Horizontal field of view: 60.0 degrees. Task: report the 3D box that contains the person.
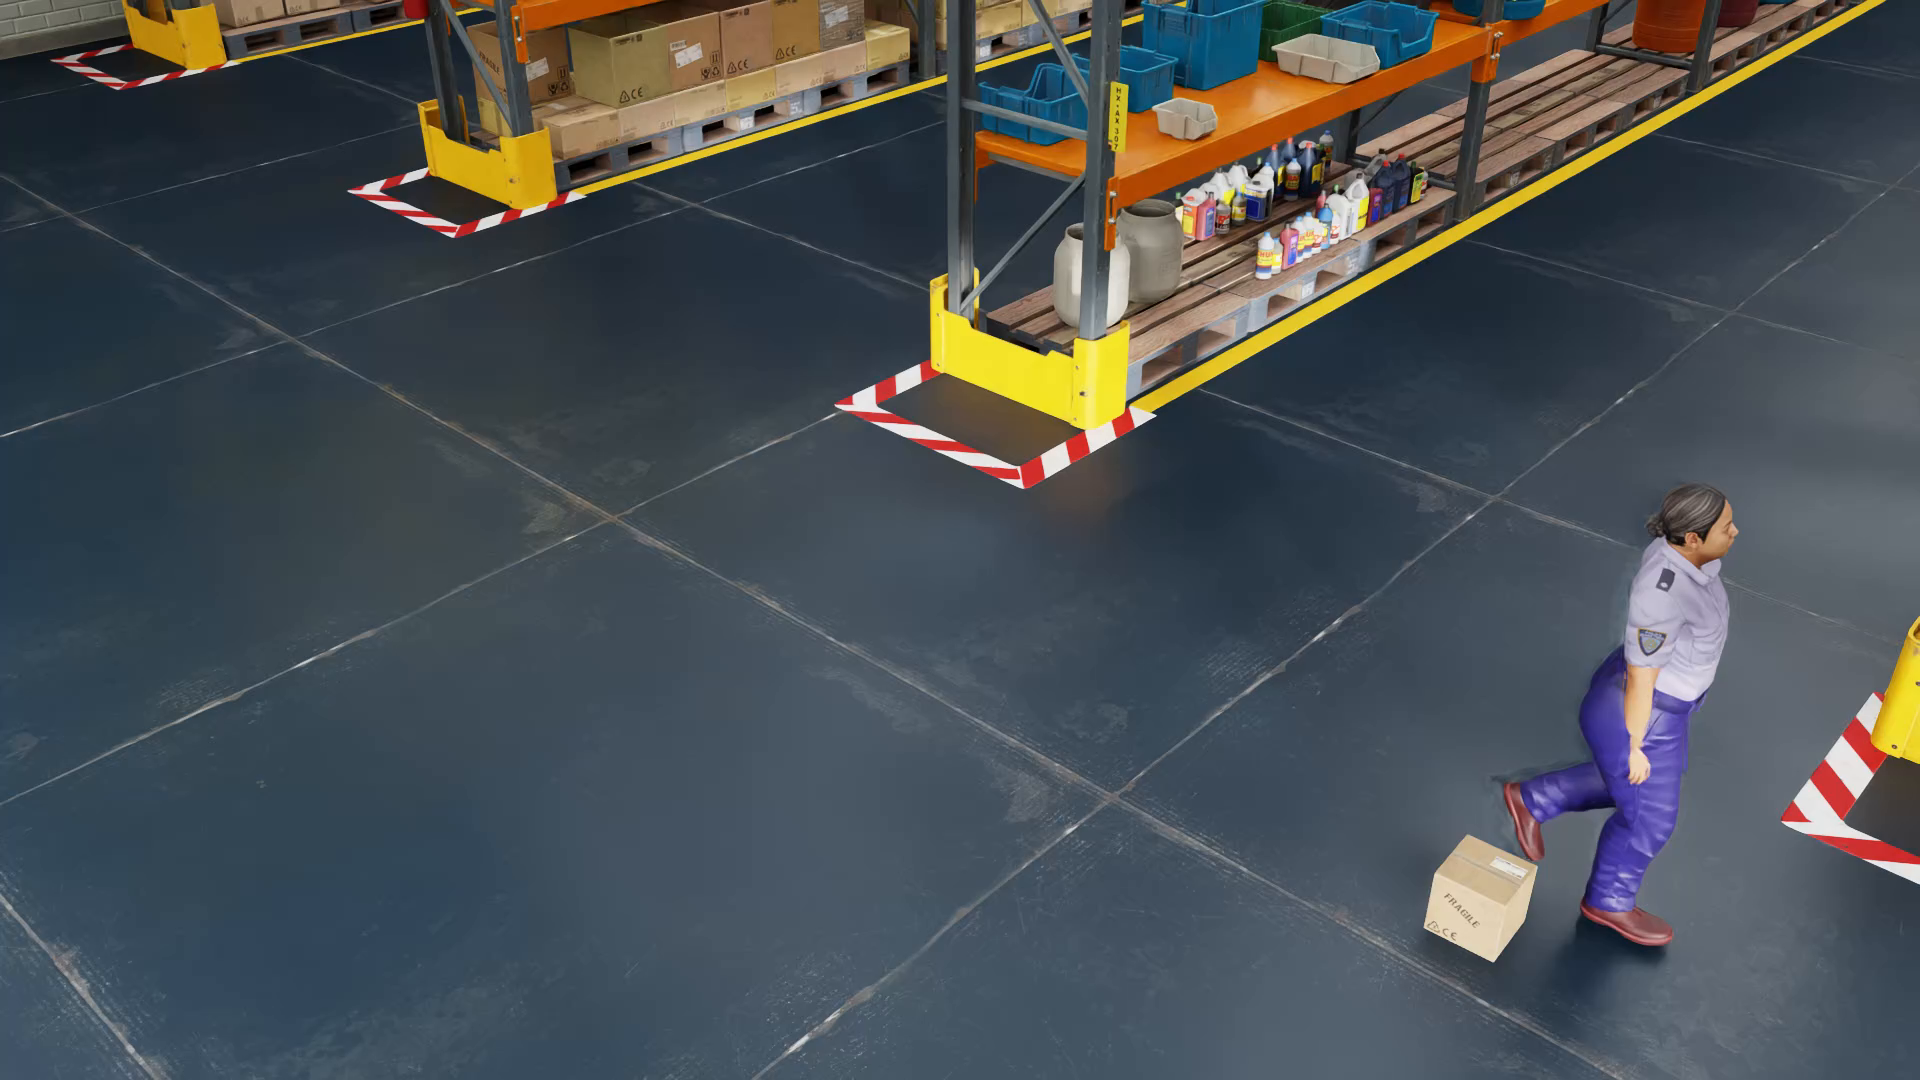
[{"bbox_3d":[2.159,0.520,5.255,0.551,1.631,0.495,16,35,25],"label":"person"}]
